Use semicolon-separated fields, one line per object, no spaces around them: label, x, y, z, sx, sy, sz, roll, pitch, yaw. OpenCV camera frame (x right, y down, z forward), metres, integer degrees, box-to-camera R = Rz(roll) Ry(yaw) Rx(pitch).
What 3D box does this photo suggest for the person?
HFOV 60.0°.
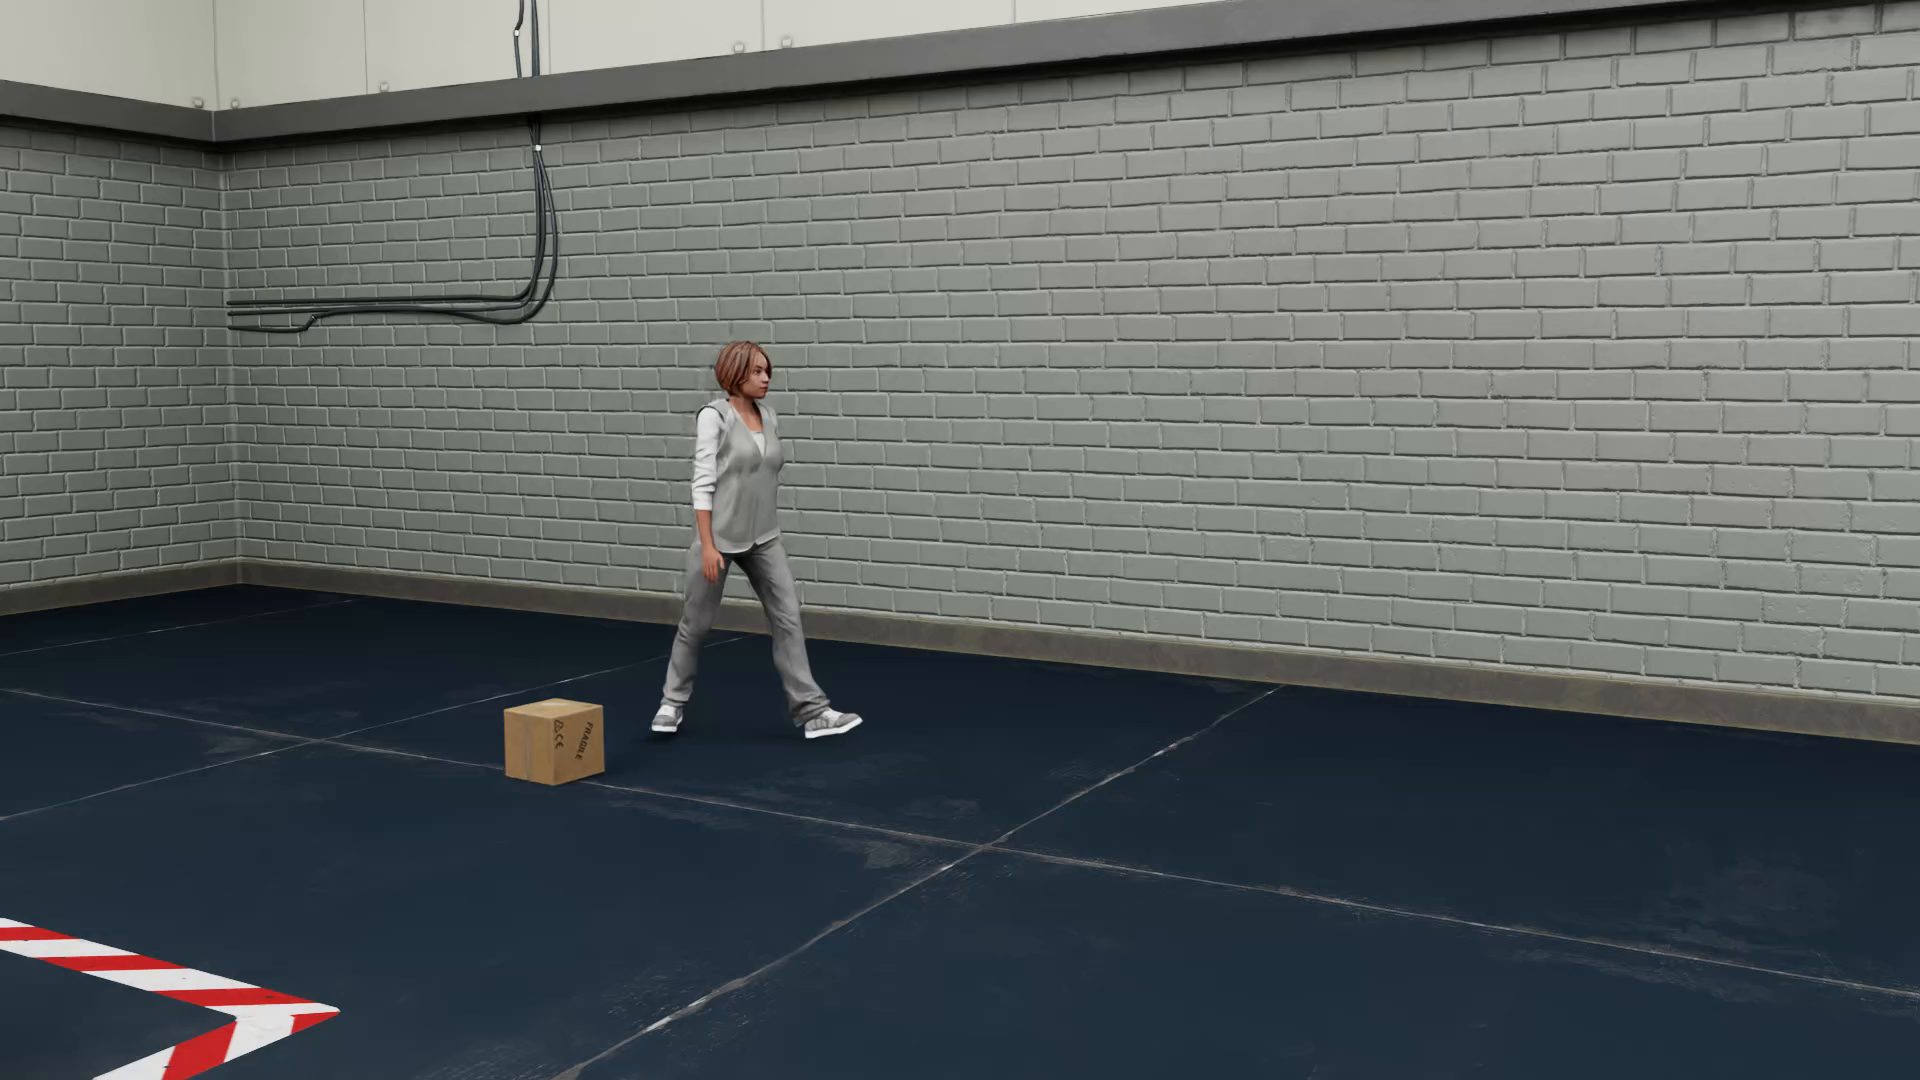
person;-0.837;0.005;6.468;0.554;1.551;0.815;-6;8;-43
